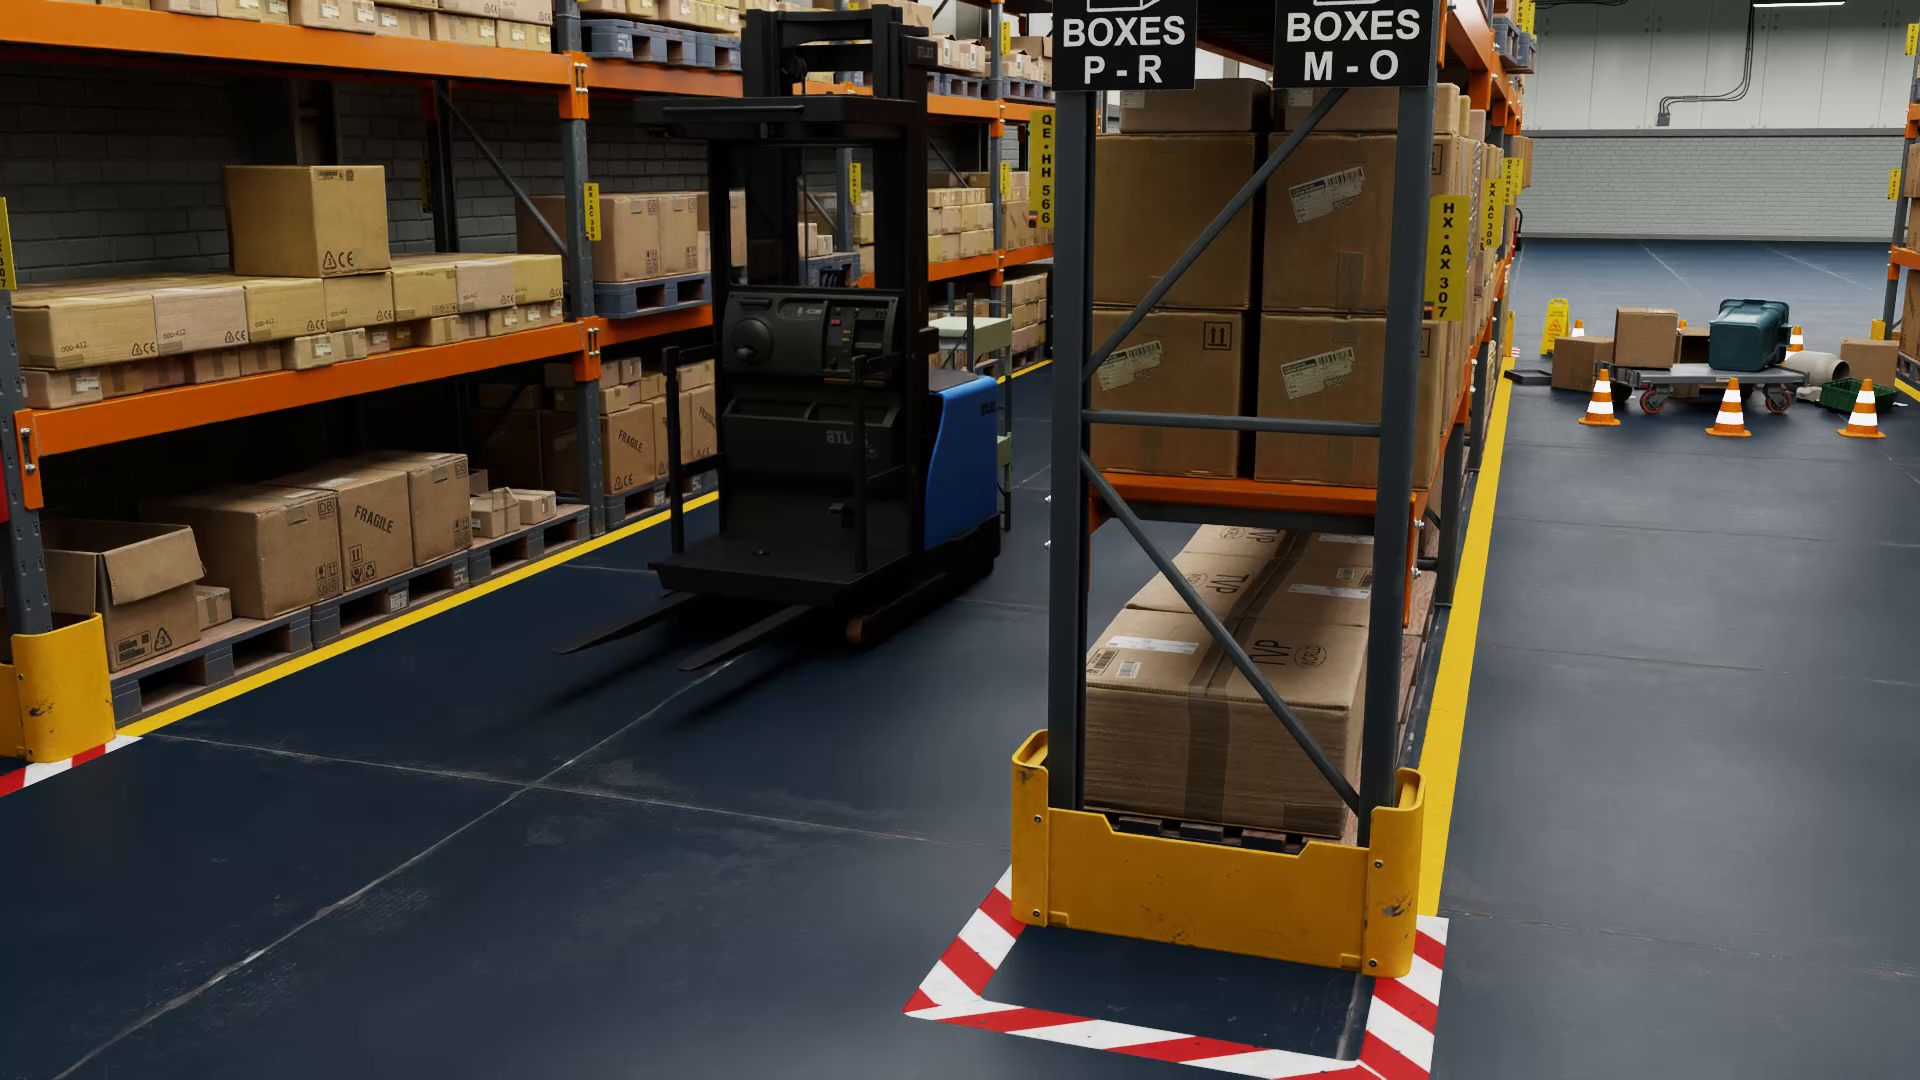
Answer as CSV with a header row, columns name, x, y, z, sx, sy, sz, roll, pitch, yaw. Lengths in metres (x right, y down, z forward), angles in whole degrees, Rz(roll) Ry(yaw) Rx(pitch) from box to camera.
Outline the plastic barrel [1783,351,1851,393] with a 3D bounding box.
name,x,y,z,sx,sy,sz,roll,pitch,yaw
plastic barrel,8.268,-1.604,16.065,0.421,0.421,0.512,-8,15,-30

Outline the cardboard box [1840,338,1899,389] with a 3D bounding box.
name,x,y,z,sx,sy,sz,roll,pitch,yaw
cardboard box,8.883,-1.694,16.282,0.500,0.500,0.500,7,15,28

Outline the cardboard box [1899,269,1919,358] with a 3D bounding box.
name,x,y,z,sx,sy,sz,roll,pitch,yaw
cardboard box,10.489,-2.375,17.482,0.875,0.875,0.875,4,14,19

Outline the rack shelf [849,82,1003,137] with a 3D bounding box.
name,x,y,z,sx,sy,sz,roll,pitch,yaw
rack shelf,-0.709,-3.893,15.180,1.077,0.370,4.000,4,14,18

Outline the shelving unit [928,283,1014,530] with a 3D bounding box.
name,x,y,z,sx,sy,sz,roll,pitch,yaw
shelving unit,0.002,-0.733,9.827,0.431,1.500,0.755,4,14,18

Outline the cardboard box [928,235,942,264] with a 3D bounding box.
name,x,y,z,sx,sy,sz,roll,pitch,yaw
cardboard box,-0.485,-2.687,15.356,0.500,0.250,0.500,5,14,20

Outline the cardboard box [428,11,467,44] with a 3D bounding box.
name,x,y,z,sx,sy,sz,roll,pitch,yaw
cardboard box,-2.749,-2.603,8.473,0.380,0.149,0.250,4,14,18

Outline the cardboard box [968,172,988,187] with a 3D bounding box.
name,x,y,z,sx,sy,sz,roll,pitch,yaw
cardboard box,0.304,-3.821,17.638,0.380,0.149,0.250,5,14,19

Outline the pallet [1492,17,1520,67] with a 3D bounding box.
name,x,y,z,sx,sy,sz,roll,pitch,yaw
pallet,2.824,-2.999,10.071,1.003,0.211,1.213,5,14,21

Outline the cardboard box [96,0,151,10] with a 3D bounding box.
name,x,y,z,sx,sy,sz,roll,pitch,yaw
cardboard box,-3.463,-2.176,6.605,0.380,0.149,0.250,4,14,19

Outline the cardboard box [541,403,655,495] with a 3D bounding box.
name,x,y,z,sx,sy,sz,roll,pitch,yaw
cardboard box,-2.281,-0.590,10.506,0.500,0.500,0.500,5,14,21

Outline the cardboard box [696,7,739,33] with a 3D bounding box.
name,x,y,z,sx,sy,sz,roll,pitch,yaw
cardboard box,-1.705,-3.471,11.111,0.380,0.149,0.250,5,14,20

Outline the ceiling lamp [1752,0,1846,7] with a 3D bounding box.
name,x,y,z,sx,sy,sz,roll,pitch,yaw
ceiling lamp,20.097,-14.363,39.574,2.000,3.185,0.800,4,14,18

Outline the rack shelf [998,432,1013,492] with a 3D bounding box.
name,x,y,z,sx,sy,sz,roll,pitch,yaw
rack shelf,0.002,-0.415,9.900,0.431,0.370,0.720,4,14,18

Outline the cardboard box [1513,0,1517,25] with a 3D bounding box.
name,x,y,z,sx,sy,sz,roll,pitch,yaw
cardboard box,3.201,-3.498,10.662,0.700,0.500,0.500,4,13,16

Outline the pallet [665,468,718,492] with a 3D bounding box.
name,x,y,z,sx,sy,sz,roll,pitch,yaw
pallet,-2.030,-0.590,12.101,1.003,0.211,1.213,4,14,18

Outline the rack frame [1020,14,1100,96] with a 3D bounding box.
name,x,y,z,sx,sy,sz,roll,pitch,yaw
rack frame,1.232,-6.970,20.301,1.000,3.000,0.127,4,14,18

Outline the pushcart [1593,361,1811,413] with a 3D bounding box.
name,x,y,z,sx,sy,sz,roll,pitch,yaw
pushcart,6.809,-1.414,15.335,1.648,0.377,0.936,0,13,-1

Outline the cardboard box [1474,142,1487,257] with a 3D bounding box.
name,x,y,z,sx,sy,sz,roll,pitch,yaw
cardboard box,2.156,-1.579,7.692,0.500,0.500,0.500,4,14,18

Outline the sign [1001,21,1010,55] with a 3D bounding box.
name,x,y,z,sx,sy,sz,roll,pitch,yaw
sign,0.454,-5.034,16.690,0.100,0.325,0.005,4,14,18

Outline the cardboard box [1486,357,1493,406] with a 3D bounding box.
name,x,y,z,sx,sy,sz,roll,pitch,yaw
cardboard box,4.015,-1.361,14.171,0.950,0.372,0.625,5,14,20

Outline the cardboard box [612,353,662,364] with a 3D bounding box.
name,x,y,z,sx,sy,sz,roll,pitch,yaw
cardboard box,-2.316,-1.246,11.920,0.380,0.149,0.250,4,13,16

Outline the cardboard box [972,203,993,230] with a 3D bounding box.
name,x,y,z,sx,sy,sz,roll,pitch,yaw
cardboard box,0.021,-3.251,16.706,0.500,0.250,0.500,4,13,17

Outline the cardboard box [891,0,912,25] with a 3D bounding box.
name,x,y,z,sx,sy,sz,roll,pitch,yaw
cardboard box,-0.823,-4.374,14.274,0.700,0.500,0.500,4,13,17

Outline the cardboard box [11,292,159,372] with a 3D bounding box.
name,x,y,z,sx,sy,sz,roll,pitch,yaw
cardboard box,-3.543,-0.824,6.526,0.500,0.250,0.500,4,14,19

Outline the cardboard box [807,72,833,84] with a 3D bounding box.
name,x,y,z,sx,sy,sz,roll,pitch,yaw
cardboard box,-1.293,-3.624,12.722,0.500,0.250,0.500,4,13,17

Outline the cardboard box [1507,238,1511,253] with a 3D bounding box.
name,x,y,z,sx,sy,sz,roll,pitch,yaw
cardboard box,5.464,-3.036,17.111,0.380,0.149,0.250,4,14,19

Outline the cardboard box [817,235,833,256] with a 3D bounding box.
name,x,y,z,sx,sy,sz,roll,pitch,yaw
cardboard box,-1.206,-2.277,12.843,0.380,0.149,0.250,5,14,19

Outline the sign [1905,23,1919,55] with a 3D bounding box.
name,x,y,z,sx,sy,sz,roll,pitch,yaw
sign,10.123,-5.322,17.679,0.100,0.325,0.005,4,14,18

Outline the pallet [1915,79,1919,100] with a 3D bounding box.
name,x,y,z,sx,sy,sz,roll,pitch,yaw
pallet,10.416,-4.615,16.927,1.003,0.211,1.213,4,14,18

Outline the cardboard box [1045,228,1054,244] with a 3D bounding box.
name,x,y,z,sx,sy,sz,roll,pitch,yaw
cardboard box,0.827,-3.648,19.005,0.500,0.500,0.500,4,14,19

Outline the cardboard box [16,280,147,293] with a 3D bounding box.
name,x,y,z,sx,sy,sz,roll,pitch,yaw
cardboard box,-3.879,-0.972,7.176,0.500,0.250,0.500,4,14,19

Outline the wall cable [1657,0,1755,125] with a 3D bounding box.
name,x,y,z,sx,sy,sz,roll,pitch,yaw
wall cable,21.042,-14.701,46.531,2.305,6.003,0.169,4,14,18

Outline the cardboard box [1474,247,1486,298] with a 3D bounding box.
name,x,y,z,sx,sy,sz,roll,pitch,yaw
cardboard box,2.456,-1.405,8.615,0.500,0.250,0.500,4,13,17

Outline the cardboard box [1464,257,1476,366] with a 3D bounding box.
name,x,y,z,sx,sy,sz,roll,pitch,yaw
cardboard box,2.139,-1.094,7.817,0.500,0.500,0.500,4,14,19

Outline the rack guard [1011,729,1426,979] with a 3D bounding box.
name,x,y,z,sx,sy,sz,roll,pitch,yaw
rack guard,0.745,0.904,4.903,1.175,0.500,0.348,4,14,18

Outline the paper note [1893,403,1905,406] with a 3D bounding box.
name,x,y,z,sx,sy,sz,roll,pitch,yaw
paper note,8.713,-1.271,15.484,0.147,0.020,0.142,-5,14,-21

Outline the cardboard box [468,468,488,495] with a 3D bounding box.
name,x,y,z,sx,sy,sz,roll,pitch,yaw
cardboard box,-3.088,-0.290,9.616,0.500,0.311,0.500,5,14,20

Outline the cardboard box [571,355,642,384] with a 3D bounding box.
name,x,y,z,sx,sy,sz,roll,pitch,yaw
cardboard box,-2.244,-1.080,10.527,0.380,0.149,0.250,4,13,16

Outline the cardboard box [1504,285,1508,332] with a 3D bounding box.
name,x,y,z,sx,sy,sz,roll,pitch,yaw
cardboard box,5.413,-2.403,17.327,0.500,0.500,0.500,5,14,21

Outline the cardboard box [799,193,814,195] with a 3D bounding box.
name,x,y,z,sx,sy,sz,roll,pitch,yaw
cardboard box,-1.464,-2.872,14.146,0.380,0.149,0.250,5,14,20

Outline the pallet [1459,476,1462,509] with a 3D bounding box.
name,x,y,z,sx,sy,sz,roll,pitch,yaw
pallet,2.618,-0.228,10.512,1.003,0.211,1.213,4,14,18

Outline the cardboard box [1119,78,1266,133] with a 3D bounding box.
name,x,y,z,sx,sy,sz,roll,pitch,yaw
cardboard box,0.679,-1.262,4.846,0.380,0.149,0.250,5,14,19

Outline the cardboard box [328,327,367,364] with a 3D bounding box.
name,x,y,z,sx,sy,sz,roll,pitch,yaw
cardboard box,-3.049,-0.928,7.876,0.380,0.149,0.250,5,14,20

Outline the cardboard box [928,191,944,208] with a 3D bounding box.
name,x,y,z,sx,sy,sz,roll,pitch,yaw
cardboard box,-0.361,-3.147,15.353,0.380,0.149,0.250,4,13,17

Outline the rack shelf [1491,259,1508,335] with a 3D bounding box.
name,x,y,z,sx,sy,sz,roll,pitch,yaw
rack shelf,3.988,-2.074,13.952,1.077,0.370,4.000,4,14,18

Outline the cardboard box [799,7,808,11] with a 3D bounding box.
name,x,y,z,sx,sy,sz,roll,pitch,yaw
cardboard box,-1.373,-3.948,12.575,0.380,0.149,0.250,4,13,16

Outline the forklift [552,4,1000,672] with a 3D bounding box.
name,x,y,z,sx,sy,sz,roll,pitch,yaw
forklift,-0.814,-1.027,7.899,1.130,2.935,3.031,5,14,22

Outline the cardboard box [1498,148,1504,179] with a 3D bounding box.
name,x,y,z,sx,sy,sz,roll,pitch,yaw
cardboard box,3.263,-2.304,10.869,0.500,0.500,0.500,5,14,19

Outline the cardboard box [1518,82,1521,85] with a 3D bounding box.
name,x,y,z,sx,sy,sz,roll,pitch,yaw
cardboard box,5.195,-4.563,16.165,0.500,0.250,0.500,4,14,18

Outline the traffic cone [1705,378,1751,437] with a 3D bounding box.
name,x,y,z,sx,sy,sz,roll,pitch,yaw
traffic cone,6.411,-1.114,13.830,0.336,0.463,0.334,4,14,18

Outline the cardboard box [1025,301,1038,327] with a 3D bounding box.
name,x,y,z,sx,sy,sz,roll,pitch,yaw
cardboard box,0.547,-2.496,18.297,0.500,0.250,0.500,4,14,18

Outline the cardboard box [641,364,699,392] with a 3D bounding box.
name,x,y,z,sx,sy,sz,roll,pitch,yaw
cardboard box,-2.002,-1.104,11.301,0.380,0.149,0.250,4,14,18

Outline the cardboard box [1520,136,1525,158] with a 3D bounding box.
name,x,y,z,sx,sy,sz,roll,pitch,yaw
cardboard box,5.169,-3.710,16.363,0.700,0.500,0.500,4,14,19
